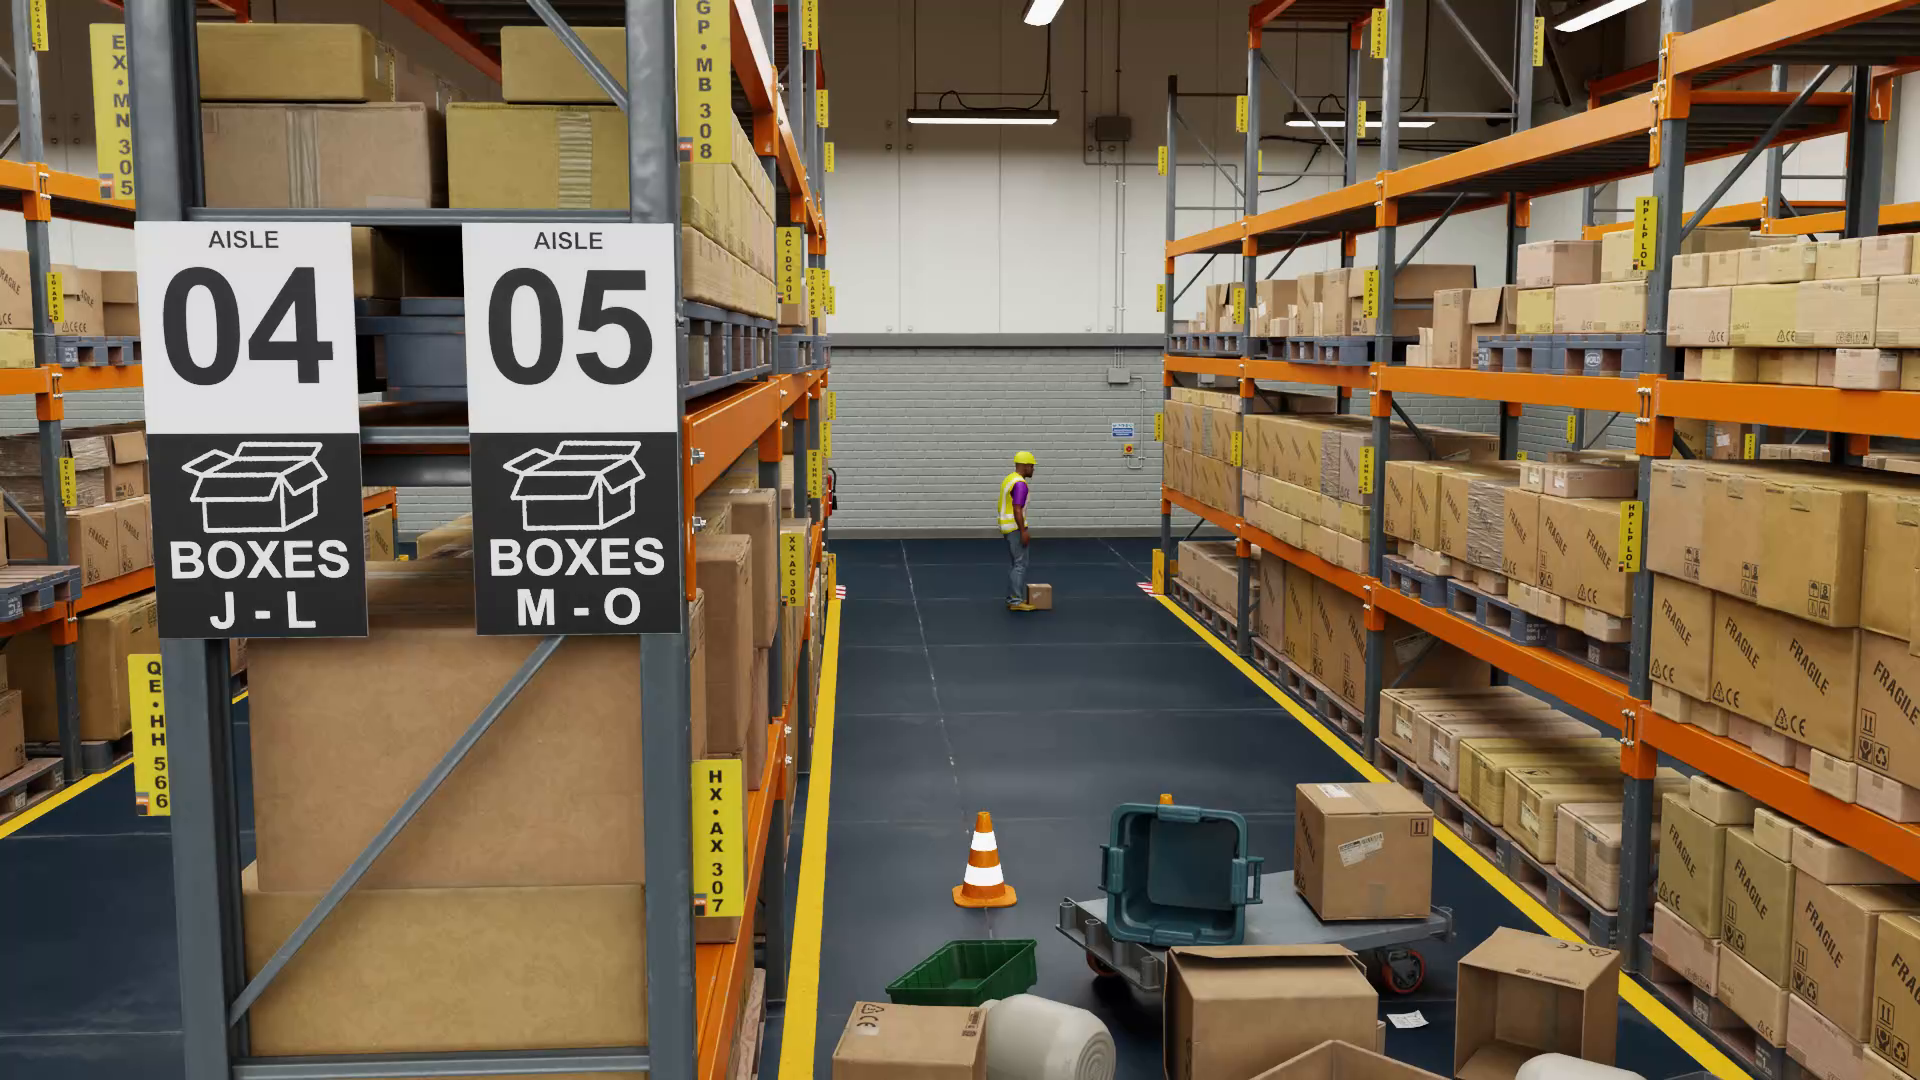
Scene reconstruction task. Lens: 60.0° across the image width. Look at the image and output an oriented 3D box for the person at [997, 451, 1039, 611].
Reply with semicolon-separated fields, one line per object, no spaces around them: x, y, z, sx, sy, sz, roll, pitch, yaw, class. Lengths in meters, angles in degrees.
0.656;-0.110;18.596;0.462;1.759;0.632;-1;7;-7;person
